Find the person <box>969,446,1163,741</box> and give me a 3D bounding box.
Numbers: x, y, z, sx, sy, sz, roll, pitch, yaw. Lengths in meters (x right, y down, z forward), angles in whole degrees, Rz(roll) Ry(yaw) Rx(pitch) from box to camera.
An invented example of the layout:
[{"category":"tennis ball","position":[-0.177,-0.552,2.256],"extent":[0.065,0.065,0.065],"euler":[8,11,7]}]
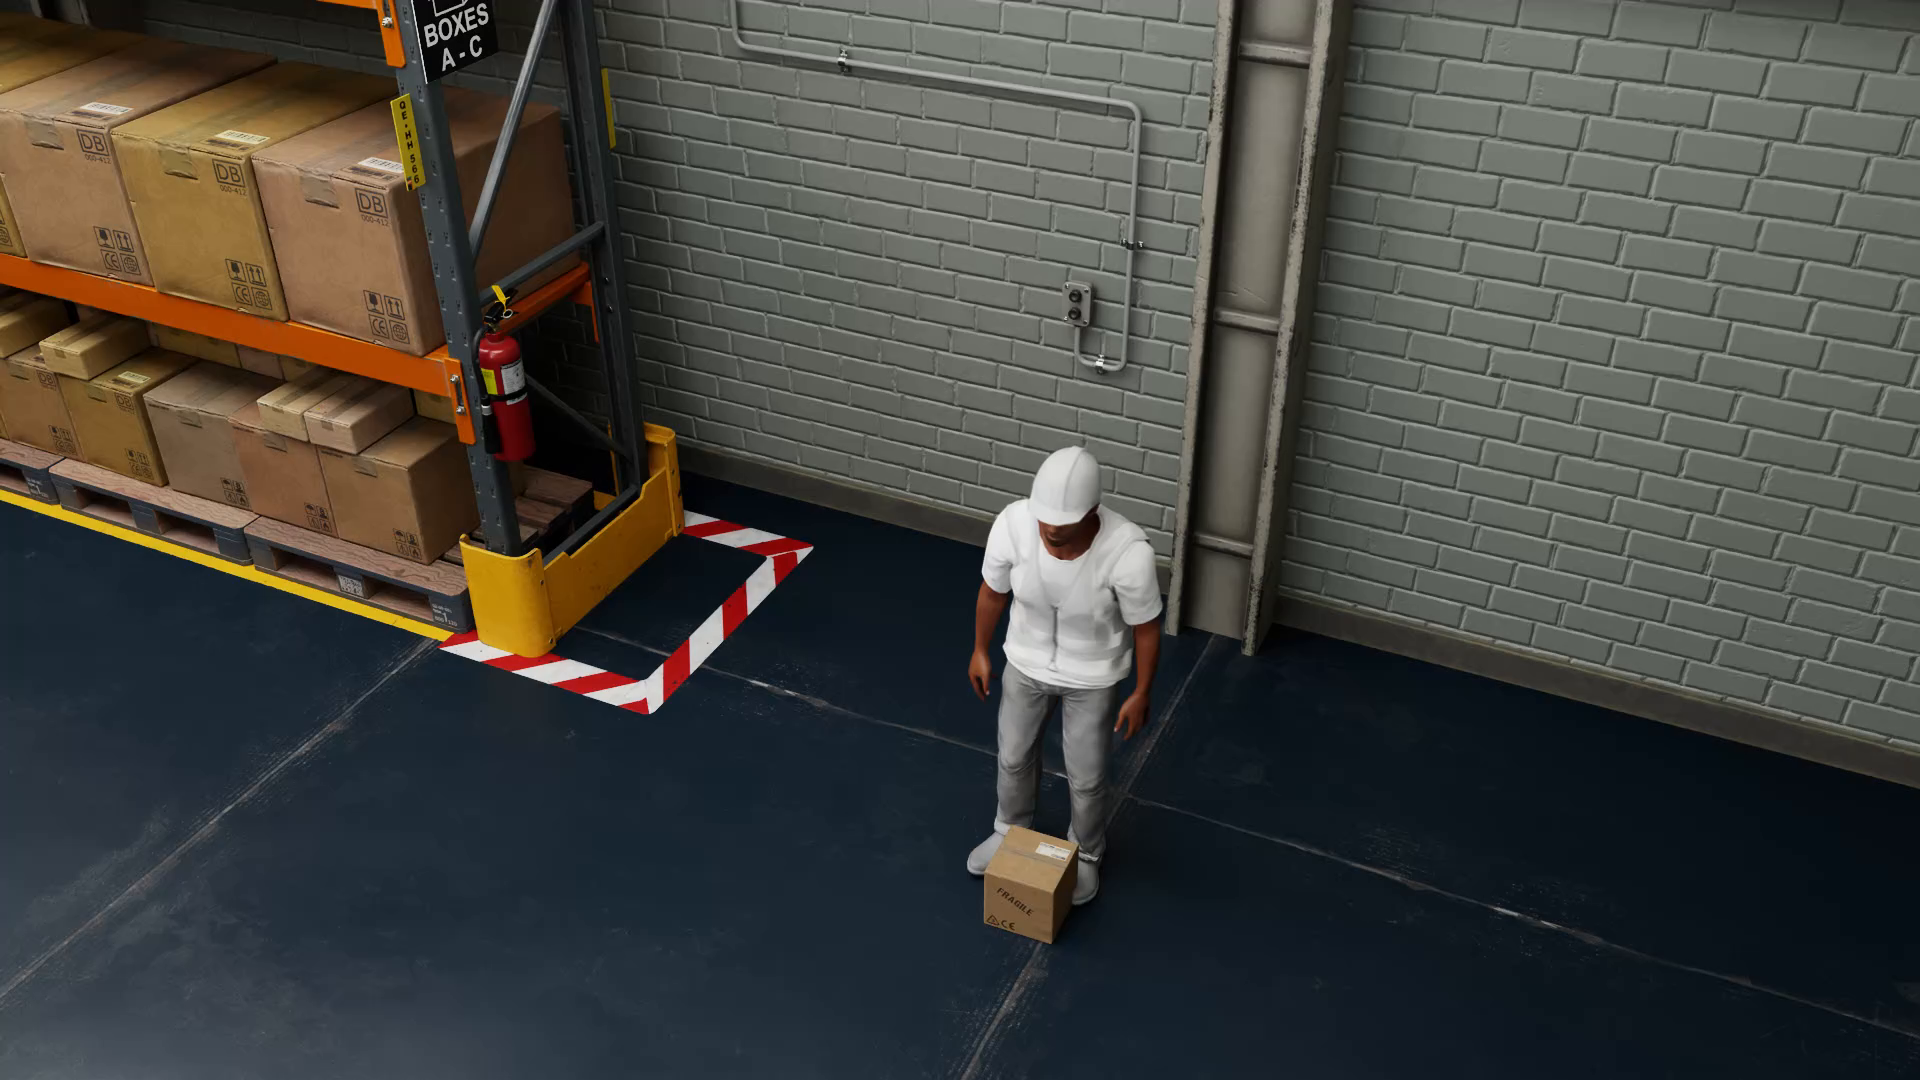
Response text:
[{"category":"person","position":[0.329,0.145,5.270],"extent":[0.633,1.059,0.463],"euler":[14,36,20]}]
